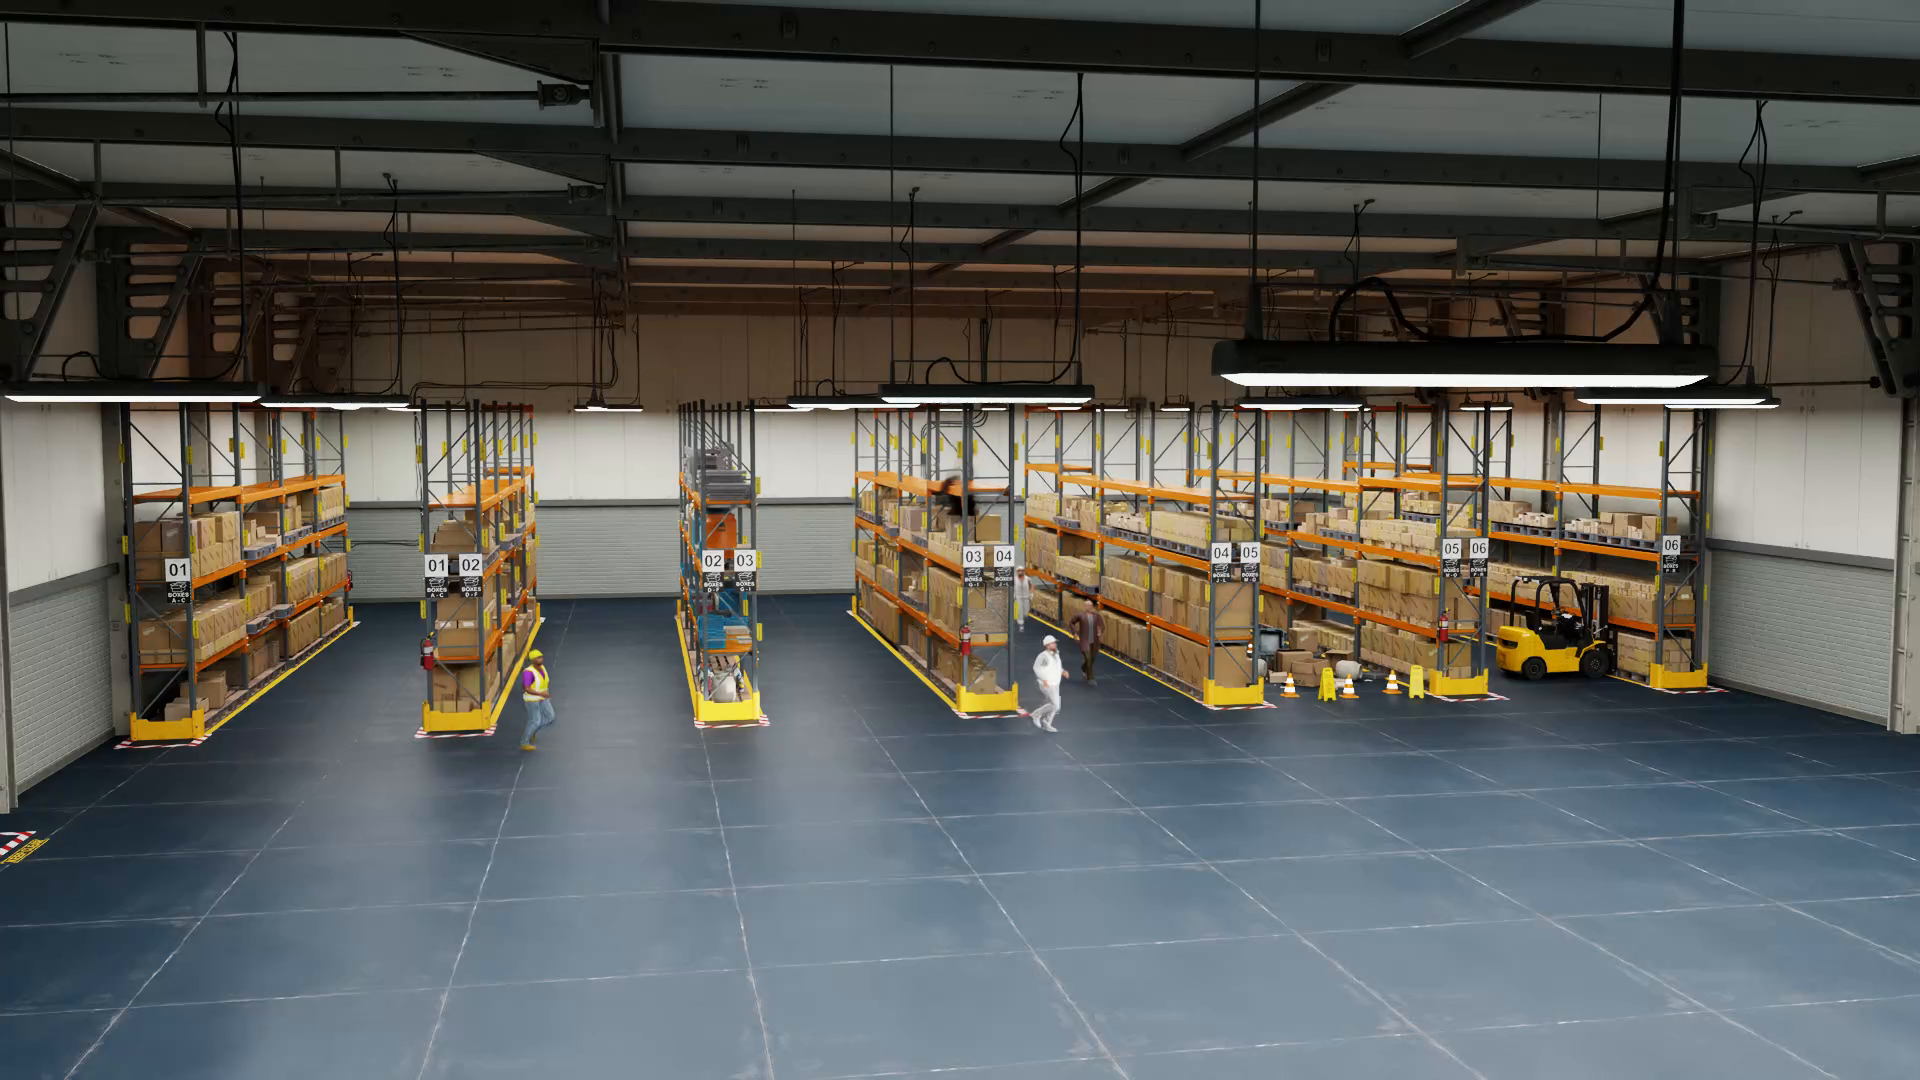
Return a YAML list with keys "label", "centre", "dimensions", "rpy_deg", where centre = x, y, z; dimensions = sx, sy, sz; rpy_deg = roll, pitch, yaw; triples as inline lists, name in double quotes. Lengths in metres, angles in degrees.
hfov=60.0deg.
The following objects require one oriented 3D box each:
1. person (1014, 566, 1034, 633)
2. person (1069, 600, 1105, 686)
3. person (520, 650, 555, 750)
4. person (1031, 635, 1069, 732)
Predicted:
- label: "person"
  centre: [1.625, 1.549, 43.799]
  dimensions: [0.665, 1.763, 0.665]
  rpy_deg: [0, 4, -5]
- label: "person"
  centre: [2.715, 2.156, 35.291]
  dimensions: [0.728, 1.761, 1.034]
  rpy_deg: [-1, 5, -17]
- label: "person"
  centre: [-7.187, 2.722, 28.381]
  dimensions: [0.684, 1.719, 0.729]
  rpy_deg: [2, 5, 21]
- label: "person"
  centre: [1.649, 2.591, 30.074]
  dimensions: [0.610, 1.744, 0.652]
  rpy_deg: [3, 5, 33]
